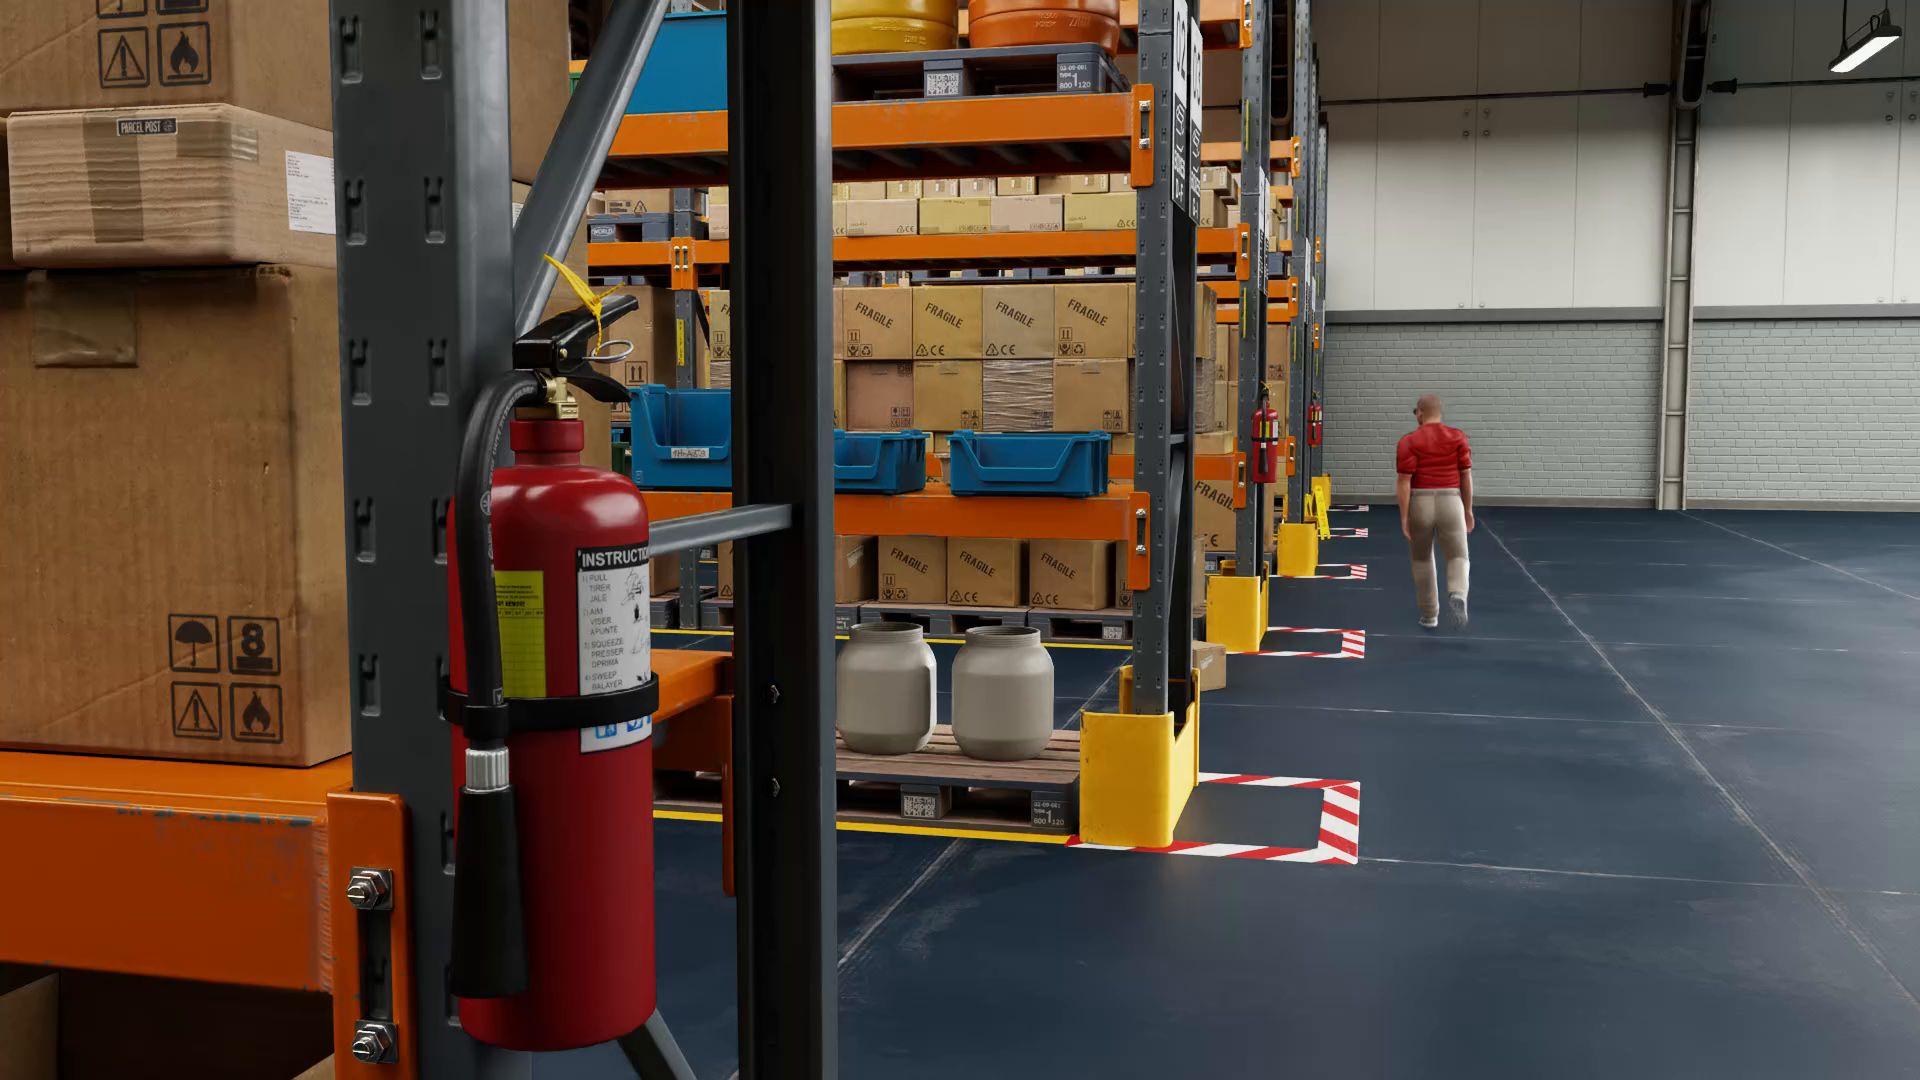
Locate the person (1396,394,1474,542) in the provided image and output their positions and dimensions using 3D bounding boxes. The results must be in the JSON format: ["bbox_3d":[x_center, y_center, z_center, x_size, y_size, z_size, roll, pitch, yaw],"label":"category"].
[{"bbox_3d":[3.397,-0.516,11.882,0.566,1.054,0.351,1,5,10],"label":"person"}]
